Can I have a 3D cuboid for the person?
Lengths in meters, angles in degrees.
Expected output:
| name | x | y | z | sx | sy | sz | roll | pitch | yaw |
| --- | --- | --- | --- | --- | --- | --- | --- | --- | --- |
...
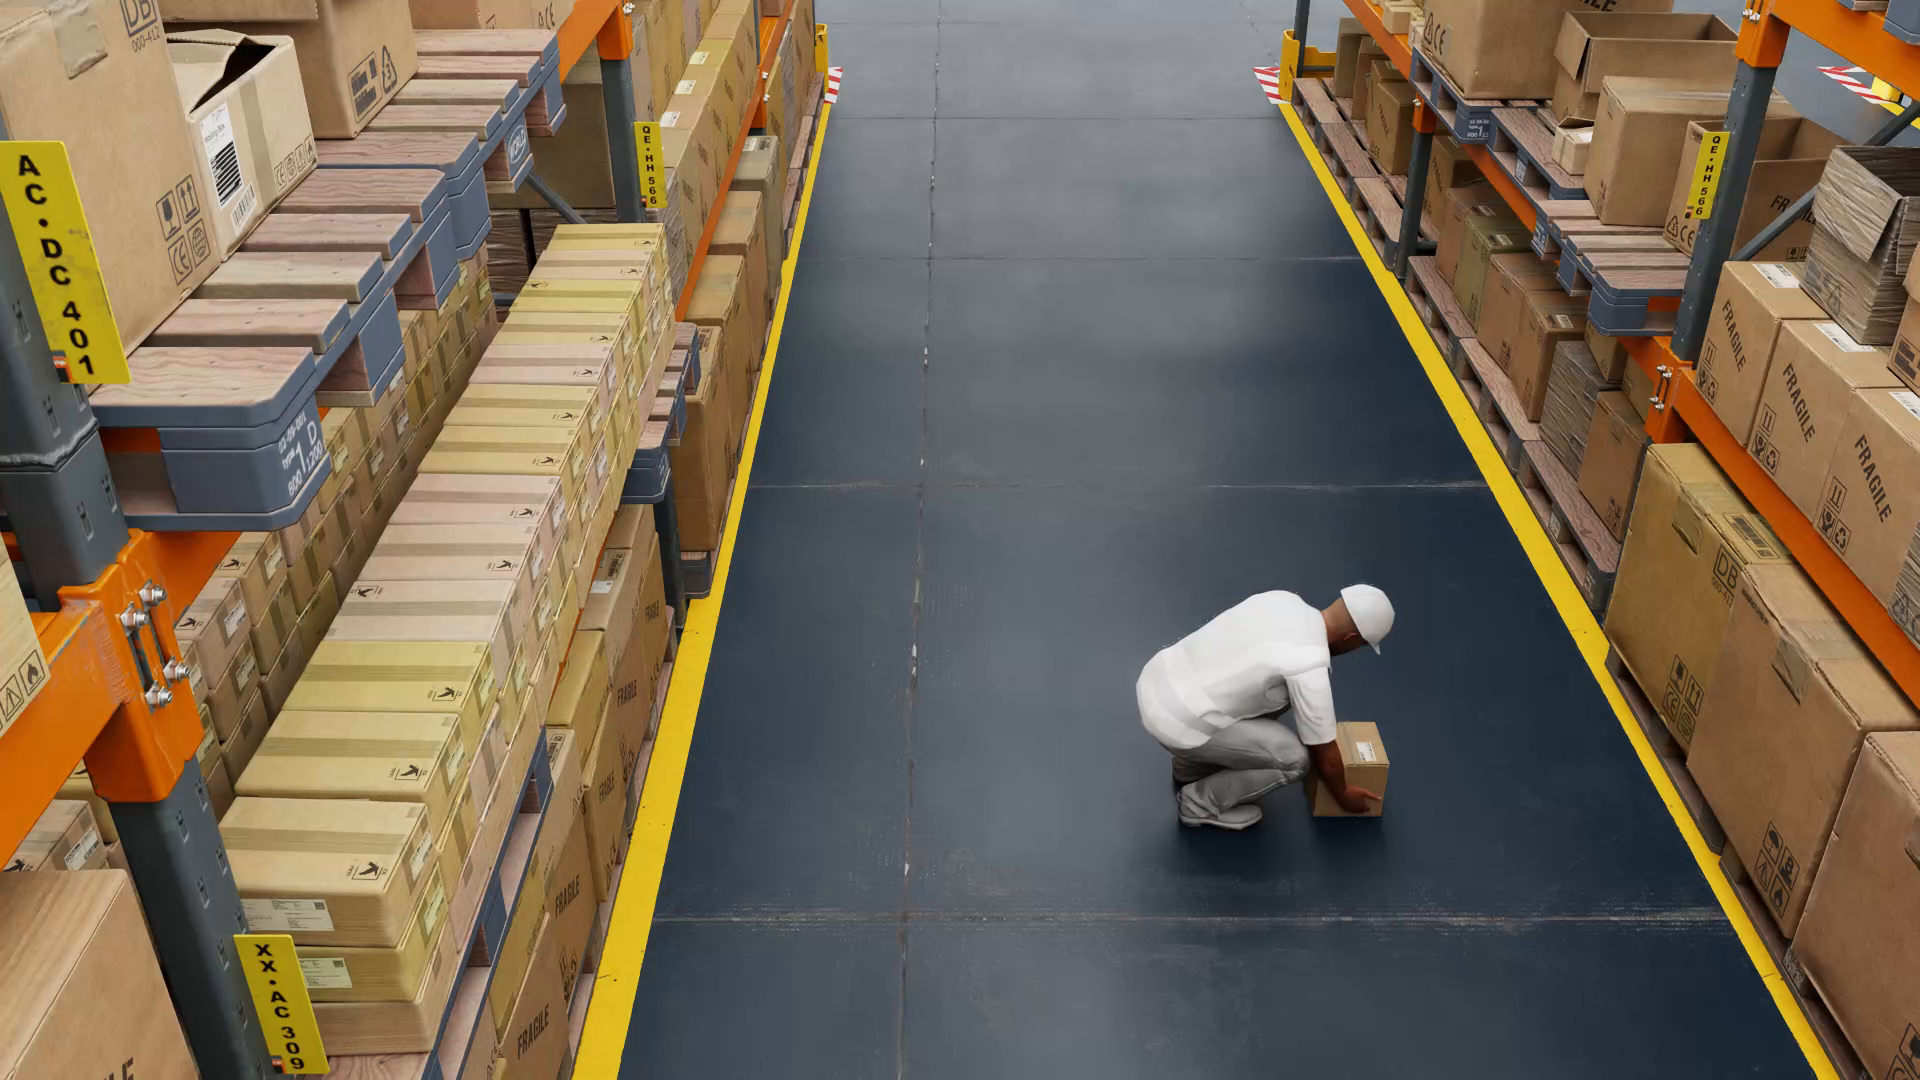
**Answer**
| name | x | y | z | sx | sy | sz | roll | pitch | yaw |
| --- | --- | --- | --- | --- | --- | --- | --- | --- | --- |
| person | 1.089 | 0.564 | 6.031 | 0.896 | 0.893 | 0.564 | 0 | 31 | 0 |
